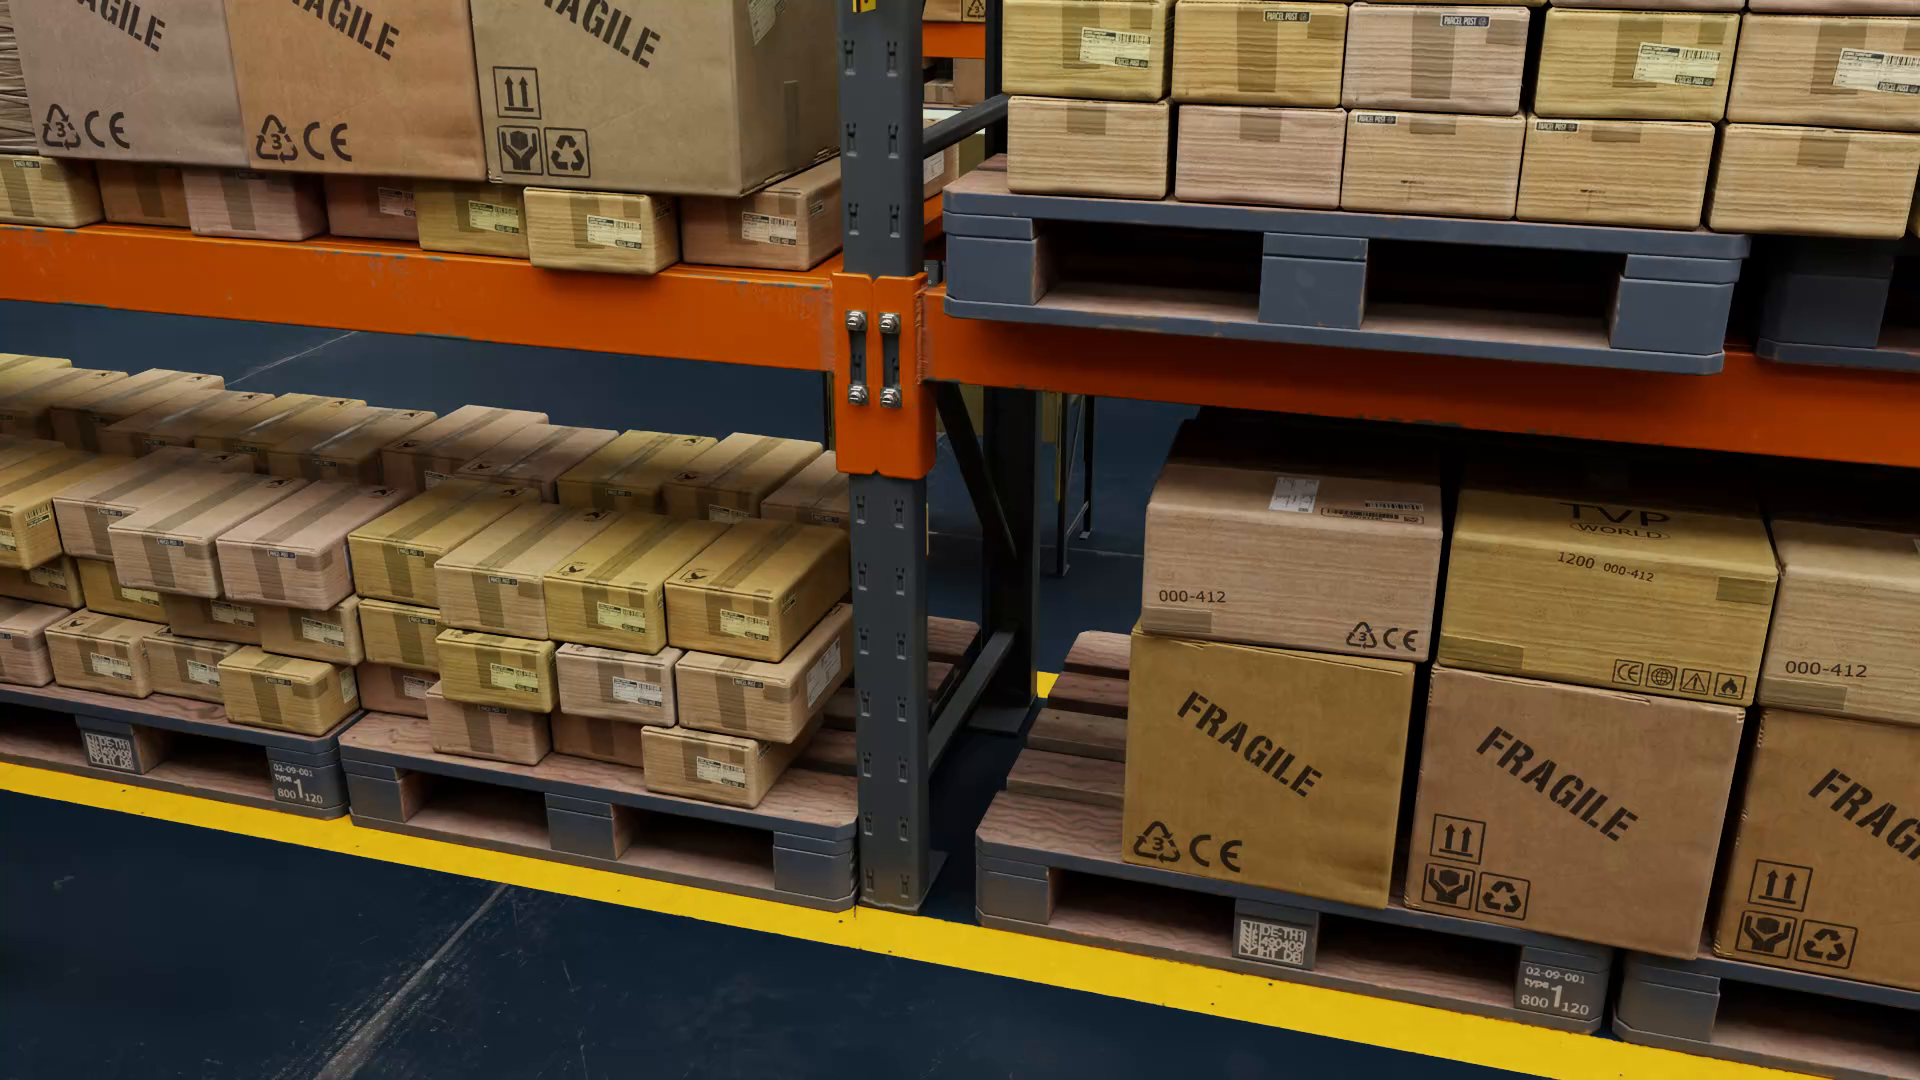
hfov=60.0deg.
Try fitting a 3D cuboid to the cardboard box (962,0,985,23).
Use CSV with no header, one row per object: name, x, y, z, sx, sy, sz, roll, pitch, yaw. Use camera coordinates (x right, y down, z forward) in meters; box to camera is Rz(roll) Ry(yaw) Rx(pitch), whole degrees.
cardboard box,0.317,-2.675,7.708,0.500,0.500,0.500,6,23,14

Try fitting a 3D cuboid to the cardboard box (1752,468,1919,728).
cardboard box,1.624,0.100,2.826,0.500,0.250,0.500,7,23,18

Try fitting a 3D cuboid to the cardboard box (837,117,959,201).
cardboard box,-0.181,-0.841,3.699,0.250,0.149,0.380,7,23,17

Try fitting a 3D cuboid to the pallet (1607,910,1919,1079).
pallet,1.913,0.701,3.284,1.213,0.211,1.003,7,23,16

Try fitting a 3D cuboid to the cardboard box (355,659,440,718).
cardboard box,-1.191,0.261,3.885,0.250,0.149,0.380,6,23,14

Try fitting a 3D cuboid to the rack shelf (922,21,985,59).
rack shelf,-0.586,-2.503,8.368,4.000,0.370,1.077,7,23,16

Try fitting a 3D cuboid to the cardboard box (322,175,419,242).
cardboard box,-1.089,-0.730,3.429,0.250,0.149,0.380,6,23,14

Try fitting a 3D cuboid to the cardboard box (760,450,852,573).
cardboard box,-0.274,-0.071,3.910,0.250,0.149,0.380,8,23,18

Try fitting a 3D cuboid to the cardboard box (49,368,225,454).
cardboard box,-2.242,-0.339,4.563,0.250,0.149,0.380,7,23,17

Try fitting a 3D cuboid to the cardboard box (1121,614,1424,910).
cardboard box,0.627,0.332,3.248,0.500,0.500,0.500,7,23,18

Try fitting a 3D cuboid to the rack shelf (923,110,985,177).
rack shelf,0.006,-1.054,4.836,0.720,0.370,0.431,7,23,16

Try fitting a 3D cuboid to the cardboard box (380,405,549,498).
cardboard box,-1.253,-0.210,4.249,0.250,0.149,0.380,7,23,17

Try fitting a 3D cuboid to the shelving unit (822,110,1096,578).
shelving unit,0.006,-0.693,4.984,0.755,1.500,0.431,7,23,16

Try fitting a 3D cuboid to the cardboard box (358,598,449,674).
cardboard box,-1.134,0.150,3.764,0.250,0.149,0.380,7,23,16

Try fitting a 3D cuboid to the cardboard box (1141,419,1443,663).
cardboard box,0.627,-0.015,3.106,0.500,0.250,0.500,6,23,13

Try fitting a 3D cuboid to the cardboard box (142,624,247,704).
cardboard box,-1.699,0.232,3.956,0.250,0.149,0.380,7,23,17

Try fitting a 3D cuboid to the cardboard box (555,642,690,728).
cardboard box,-0.660,0.236,3.554,0.250,0.149,0.380,5,23,13

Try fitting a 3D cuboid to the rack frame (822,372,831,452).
rack frame,-0.344,-0.733,5.081,0.023,1.500,0.400,7,23,16

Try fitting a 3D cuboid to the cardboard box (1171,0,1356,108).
cardboard box,0.489,-0.785,2.617,0.250,0.149,0.380,6,23,14

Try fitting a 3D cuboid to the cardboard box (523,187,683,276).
cardboard box,-0.623,-0.626,3.175,0.250,0.149,0.380,6,23,14

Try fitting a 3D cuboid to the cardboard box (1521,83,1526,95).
cardboard box,1.160,-0.830,3.118,0.250,0.149,0.380,5,23,13

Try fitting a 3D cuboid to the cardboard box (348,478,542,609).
cardboard box,-1.142,0.003,3.730,0.250,0.149,0.380,7,23,17

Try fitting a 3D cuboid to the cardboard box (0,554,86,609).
cardboard box,-2.133,0.014,4.095,0.250,0.149,0.380,8,24,18

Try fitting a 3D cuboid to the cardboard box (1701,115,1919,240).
cardboard box,1.229,-0.562,2.466,0.250,0.149,0.380,6,23,13

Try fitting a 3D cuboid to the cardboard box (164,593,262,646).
cardboard box,-1.634,0.092,3.904,0.250,0.149,0.380,5,23,13

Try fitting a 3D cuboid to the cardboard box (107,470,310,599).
cardboard box,-1.690,-0.019,3.782,0.250,0.149,0.380,6,23,14

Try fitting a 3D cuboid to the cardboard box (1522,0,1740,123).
cardboard box,0.985,-0.729,2.479,0.250,0.149,0.380,6,23,13

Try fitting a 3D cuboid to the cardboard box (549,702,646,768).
cardboard box,-0.703,0.339,3.693,0.250,0.149,0.380,7,23,17

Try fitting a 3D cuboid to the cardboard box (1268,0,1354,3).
cardboard box,0.509,-0.922,2.559,0.250,0.149,0.380,7,23,17

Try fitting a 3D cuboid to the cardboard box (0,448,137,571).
cardboard box,-2.165,-0.078,3.928,0.250,0.149,0.380,7,23,16

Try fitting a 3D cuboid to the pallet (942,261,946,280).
pallet,0.623,-1.439,8.499,1.213,0.211,1.003,7,23,16

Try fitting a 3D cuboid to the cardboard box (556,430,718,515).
cardboard box,-0.777,-0.132,4.060,0.250,0.149,0.380,6,23,15

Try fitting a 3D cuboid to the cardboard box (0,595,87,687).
cardboard box,-2.212,0.196,4.042,0.250,0.149,0.380,5,23,13

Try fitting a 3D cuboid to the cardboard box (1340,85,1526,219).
cardboard box,0.745,-0.618,2.602,0.250,0.149,0.380,7,23,16

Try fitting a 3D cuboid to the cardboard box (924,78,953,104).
cardboard box,-0.117,-3.572,13.230,0.250,0.149,0.380,6,23,13

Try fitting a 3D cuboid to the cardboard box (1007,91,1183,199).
cardboard box,0.240,-0.675,2.741,0.250,0.149,0.380,5,23,13

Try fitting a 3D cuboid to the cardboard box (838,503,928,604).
cardboard box,-0.259,0.024,4.071,0.250,0.149,0.380,8,24,18

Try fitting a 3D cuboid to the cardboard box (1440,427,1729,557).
cardboard box,1.270,-0.141,3.414,0.500,0.250,0.500,8,24,18

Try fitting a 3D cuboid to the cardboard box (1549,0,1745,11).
cardboard box,0.992,-0.865,2.419,0.250,0.149,0.380,6,23,15

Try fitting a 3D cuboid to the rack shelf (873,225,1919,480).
rack shelf,1.911,-0.255,2.888,4.000,0.370,1.077,7,23,16

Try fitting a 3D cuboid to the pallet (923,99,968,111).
pallet,-0.234,-3.474,13.460,1.213,0.211,1.003,7,23,16

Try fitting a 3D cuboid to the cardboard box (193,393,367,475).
cardboard box,-1.763,-0.251,4.350,0.250,0.149,0.380,7,23,16

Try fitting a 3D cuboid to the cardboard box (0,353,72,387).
cardboard box,-2.745,-0.400,4.711,0.250,0.149,0.380,6,23,14

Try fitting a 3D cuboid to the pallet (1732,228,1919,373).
pallet,1.918,-0.482,2.746,1.213,0.211,1.003,7,23,16

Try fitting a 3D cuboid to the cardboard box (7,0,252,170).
cardboard box,-1.522,-1.054,3.363,0.500,0.500,0.500,6,23,15

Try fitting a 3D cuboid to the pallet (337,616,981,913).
pallet,-0.657,0.422,3.963,1.213,0.211,1.003,7,23,16

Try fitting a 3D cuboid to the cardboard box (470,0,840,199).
cardboard box,-0.549,-0.942,3.089,0.500,0.500,0.500,7,23,16

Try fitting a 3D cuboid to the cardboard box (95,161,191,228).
cardboard box,-1.599,-0.780,3.551,0.250,0.149,0.380,6,23,15

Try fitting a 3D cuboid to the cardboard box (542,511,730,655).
cardboard box,-0.676,0.084,3.532,0.250,0.149,0.380,7,23,16

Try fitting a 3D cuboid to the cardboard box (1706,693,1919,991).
cardboard box,1.639,0.442,2.980,0.500,0.500,0.500,7,23,16
